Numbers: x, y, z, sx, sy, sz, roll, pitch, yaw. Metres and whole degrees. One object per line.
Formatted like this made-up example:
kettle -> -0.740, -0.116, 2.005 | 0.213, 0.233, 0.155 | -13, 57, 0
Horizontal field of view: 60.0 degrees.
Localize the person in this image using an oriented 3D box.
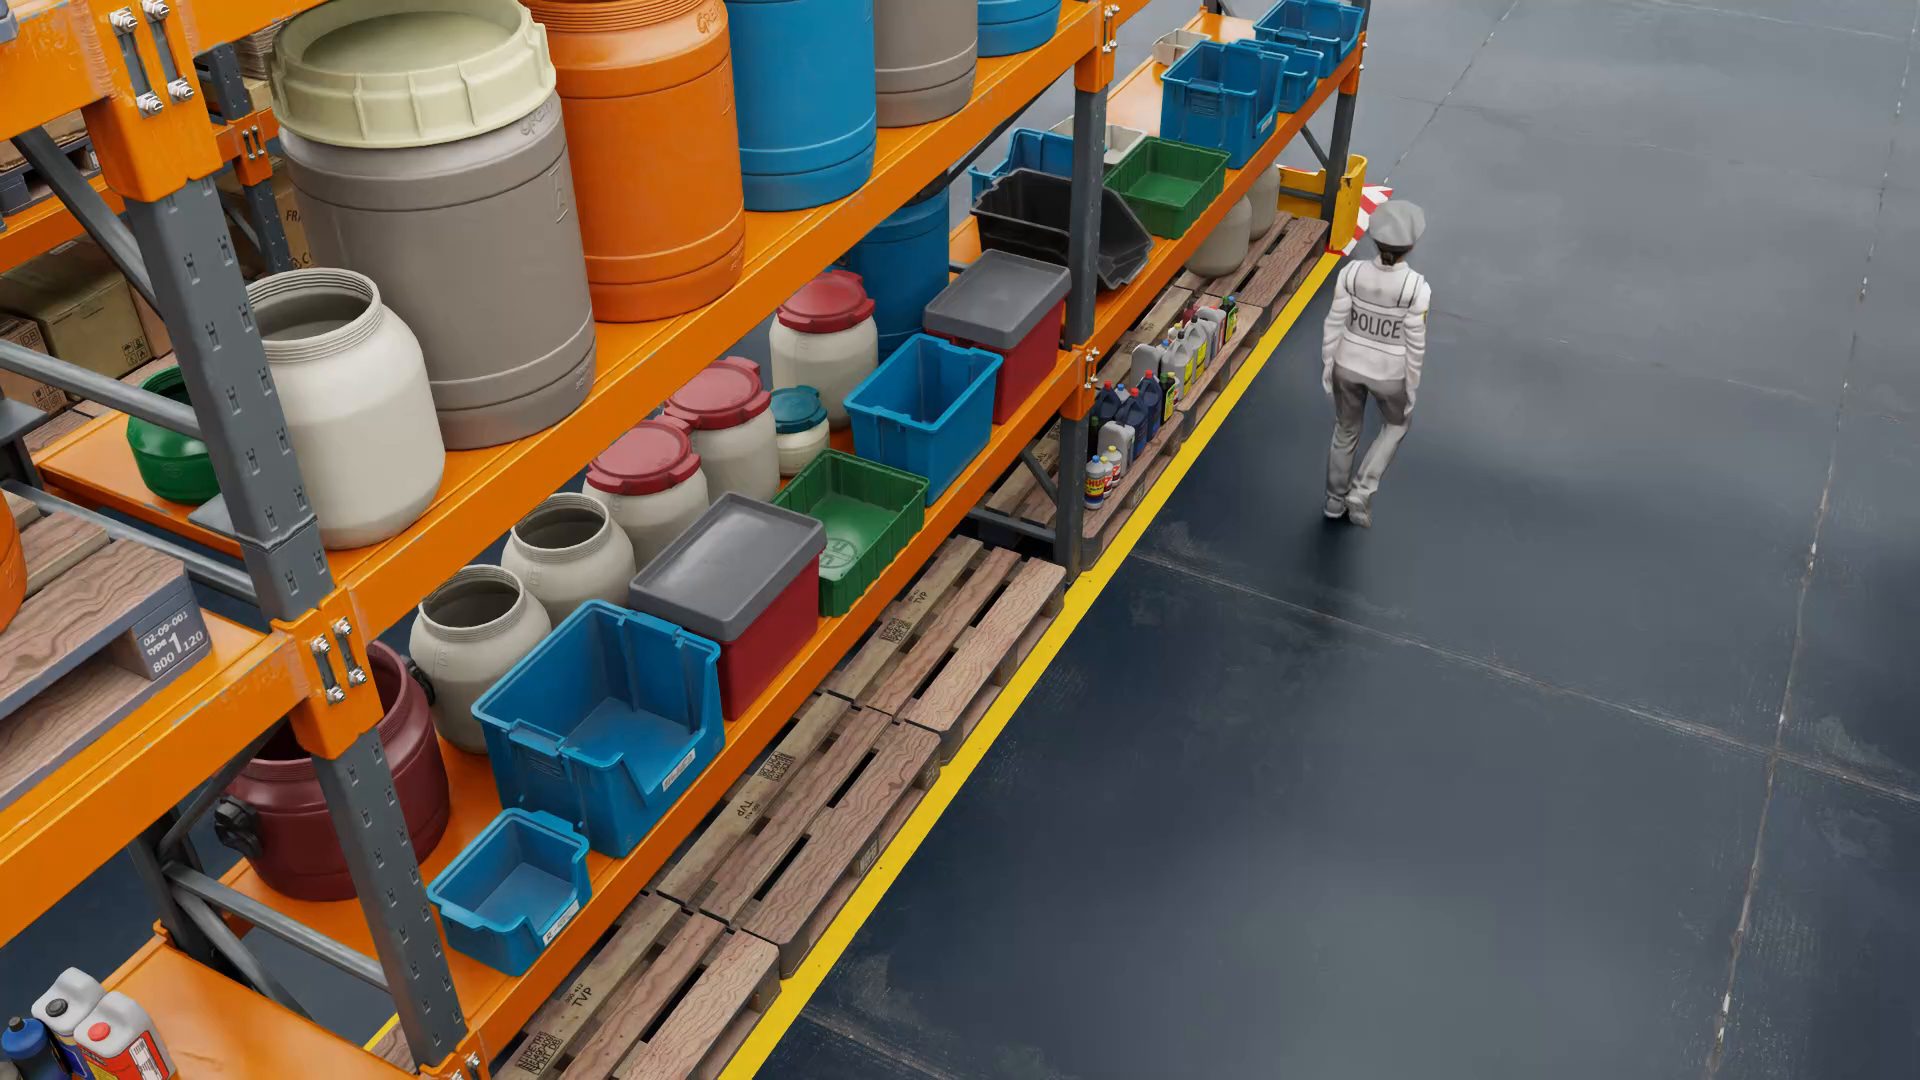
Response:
person -> 1.911, -0.792, 7.747 | 0.481, 1.683, 0.458 | 19, 42, 22
